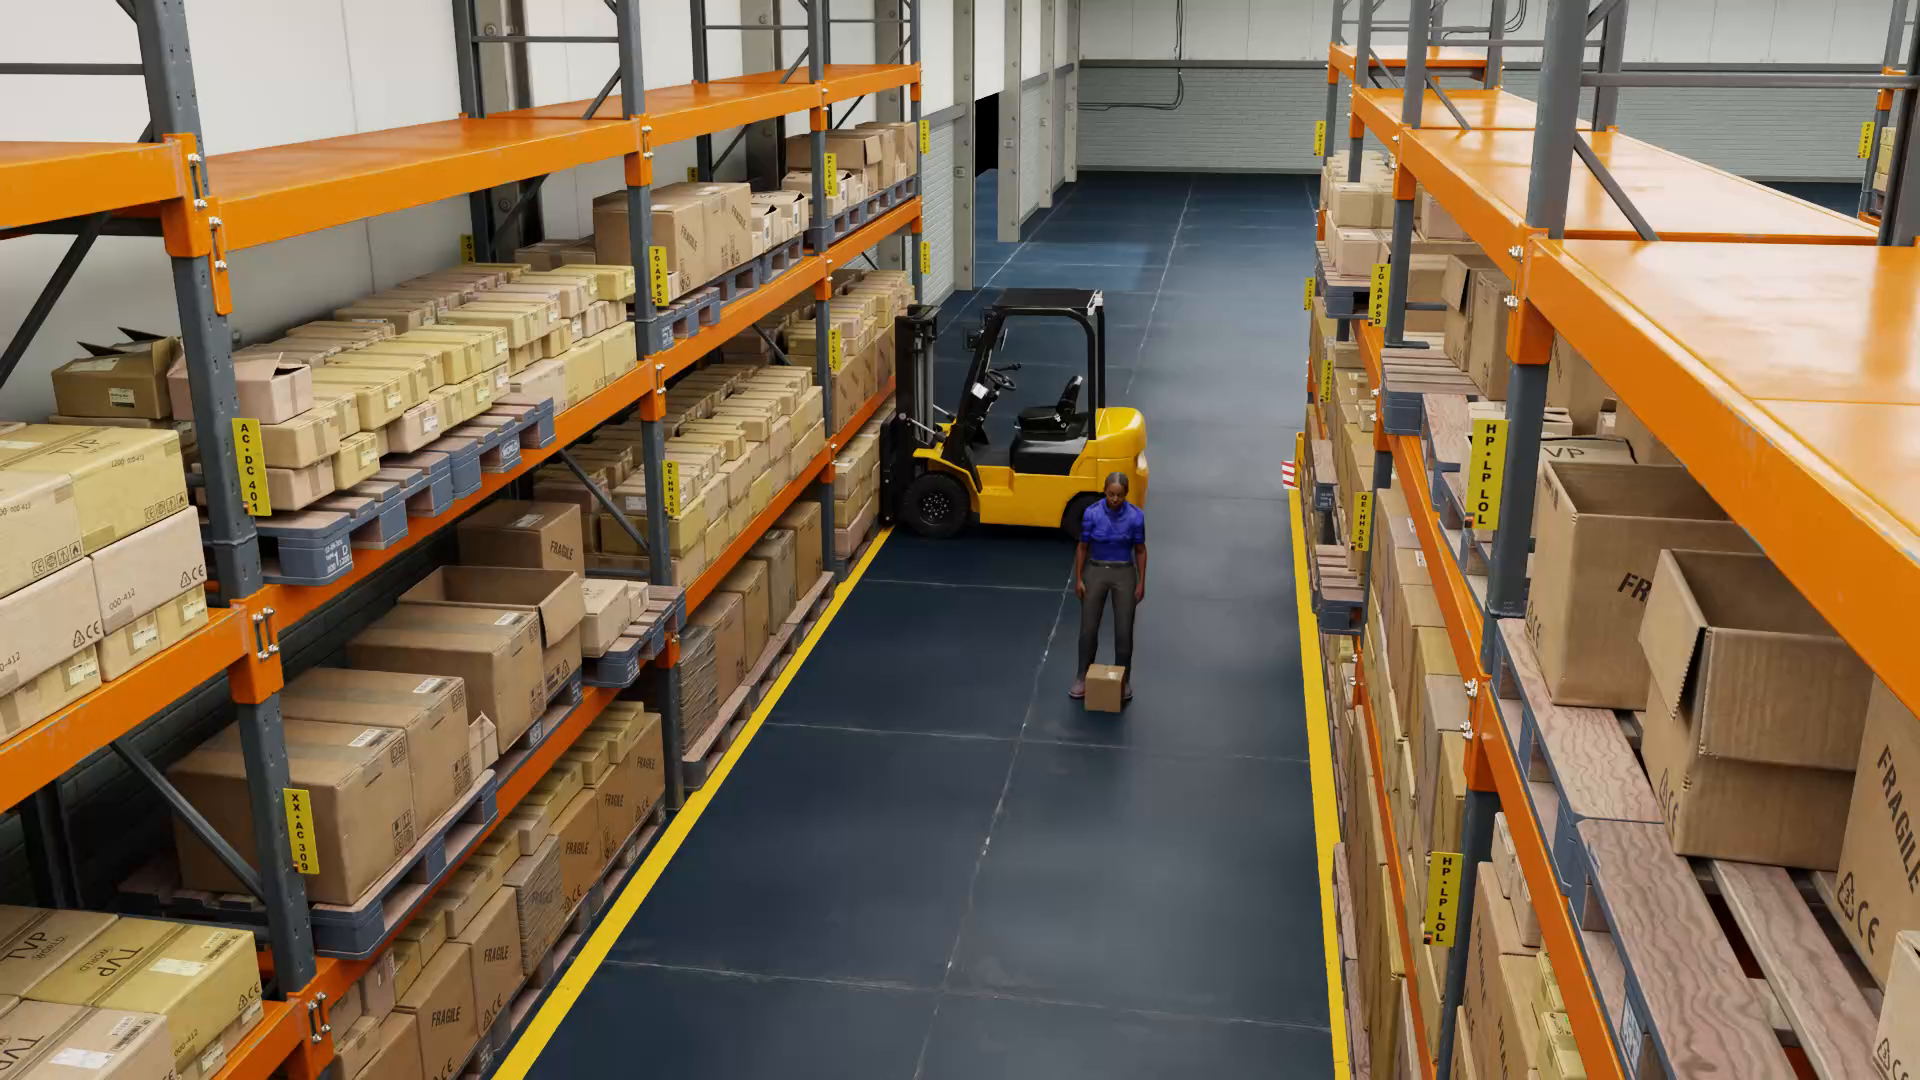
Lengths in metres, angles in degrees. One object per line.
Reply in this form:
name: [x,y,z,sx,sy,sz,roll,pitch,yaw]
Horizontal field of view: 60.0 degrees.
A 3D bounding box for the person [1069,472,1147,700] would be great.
person: [1.044,0.299,11.646,0.515,1.653,0.349,2,18,6]
